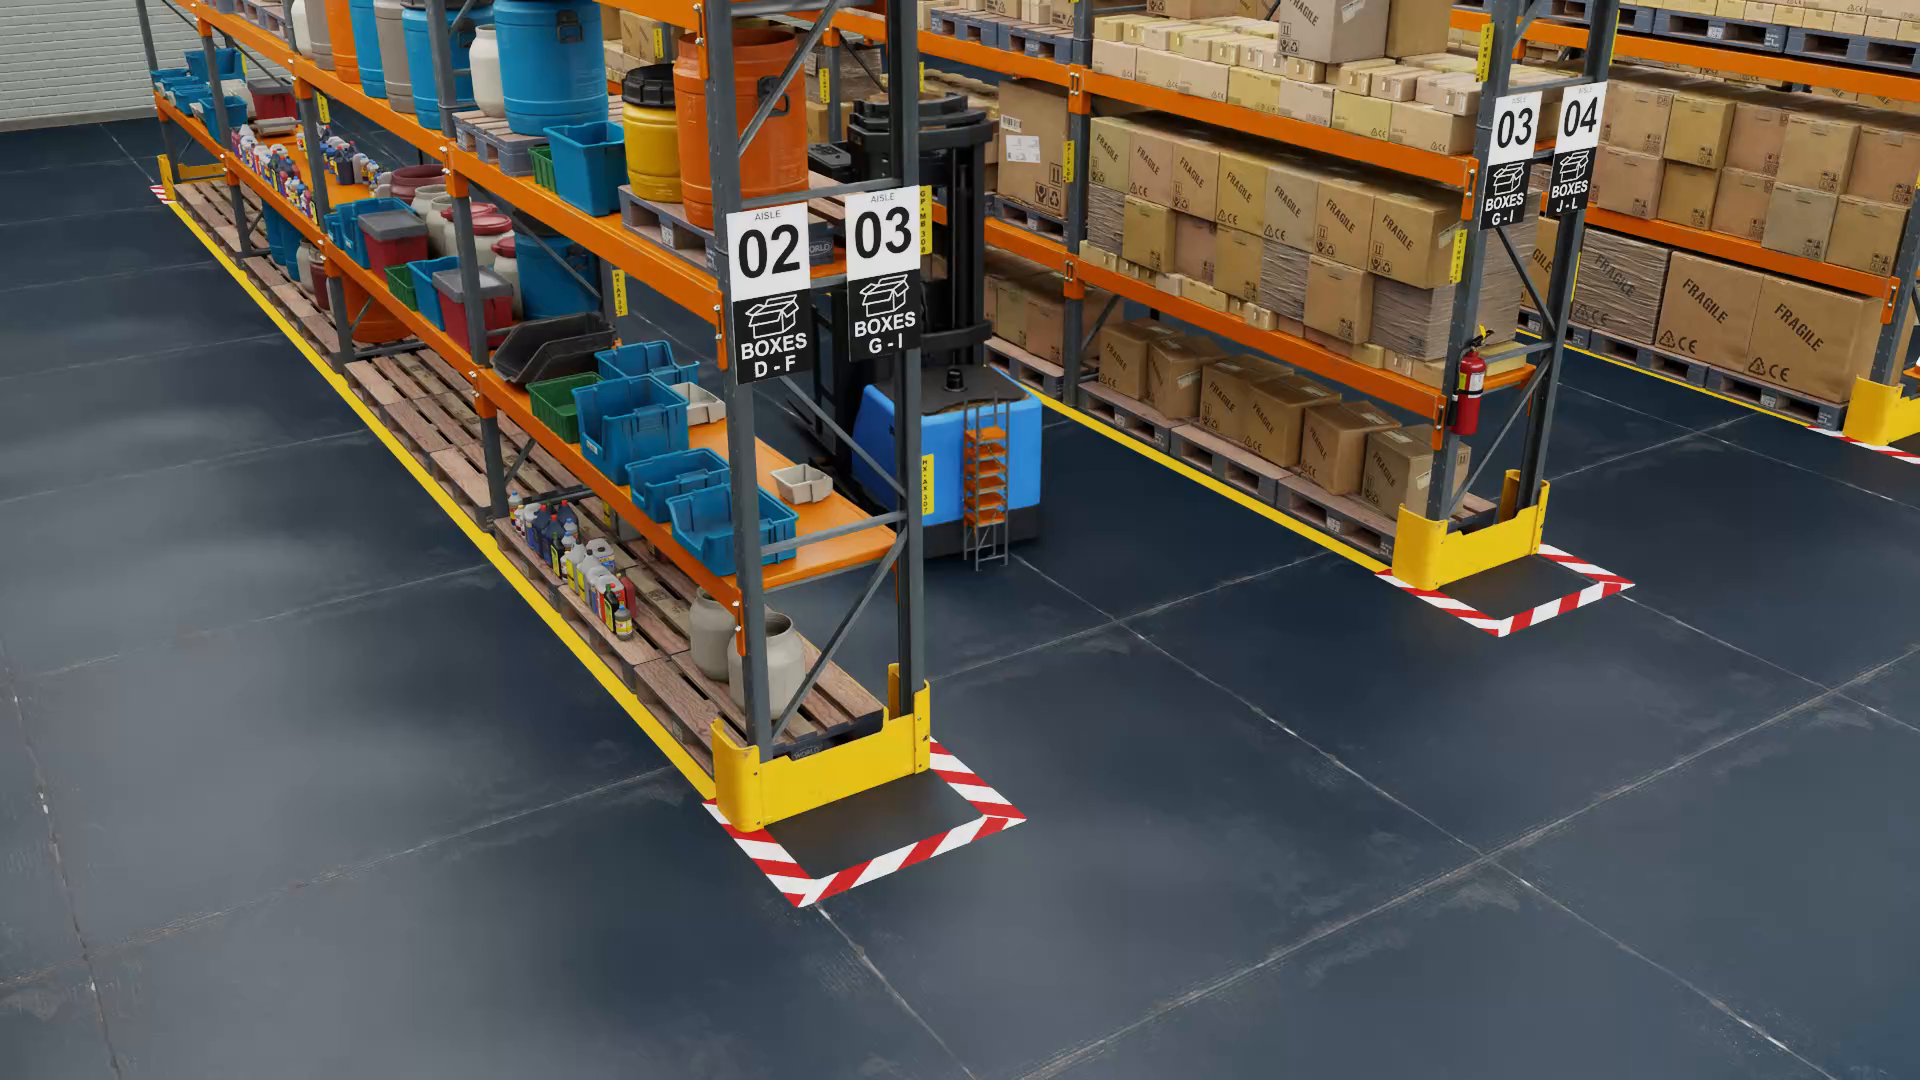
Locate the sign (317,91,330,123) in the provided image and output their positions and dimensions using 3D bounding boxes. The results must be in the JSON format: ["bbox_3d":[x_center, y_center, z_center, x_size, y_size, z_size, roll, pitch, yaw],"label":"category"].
[{"bbox_3d":[-6.729,-4.571,17.557,0.100,0.325,0.005,-16,29,-30],"label":"sign"}]

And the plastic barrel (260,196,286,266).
[{"bbox_3d":[-6.908,-3.361,17.284,0.600,0.901,0.708,-16,29,-30],"label":"plastic barrel"}]

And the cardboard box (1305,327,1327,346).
[{"bbox_3d":[2.640,-1.480,11.627,0.380,0.149,0.250,-16,29,-30],"label":"cardboard box"}]

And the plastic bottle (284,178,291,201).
[{"bbox_3d":[-6.132,-3.215,15.241,0.097,0.201,0.097,0,25,0],"label":"plastic bottle"}]

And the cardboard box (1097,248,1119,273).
[{"bbox_3d":[1.317,-2.258,13.276,0.380,0.149,0.250,-16,29,-30],"label":"cardboard box"}]

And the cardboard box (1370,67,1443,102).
[{"bbox_3d":[2.811,-2.869,10.470,0.380,0.149,0.250,-17,30,-32],"label":"cardboard box"}]

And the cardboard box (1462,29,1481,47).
[{"bbox_3d":[6.968,-6.623,21.819,0.500,0.250,0.500,-16,29,-30],"label":"cardboard box"}]

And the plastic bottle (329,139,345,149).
[{"bbox_3d":[-6.157,-3.837,16.472,0.152,0.276,0.135,-16,29,-30],"label":"plastic bottle"}]

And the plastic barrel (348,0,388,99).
[{"bbox_3d":[-3.998,-3.639,11.806,0.600,0.901,0.708,-16,29,-30],"label":"plastic barrel"}]

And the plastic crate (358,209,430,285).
[{"bbox_3d":[-4.382,-2.267,12.926,0.402,0.464,0.583,-16,29,-30],"label":"plastic crate"}]

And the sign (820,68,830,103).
[{"bbox_3d":[-1.321,-4.435,16.237,0.100,0.325,0.005,-16,29,-30],"label":"sign"}]

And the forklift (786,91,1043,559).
[{"bbox_3d":[-0.501,-1.790,12.071,1.130,2.935,3.031,-11,27,-22],"label":"forklift"}]

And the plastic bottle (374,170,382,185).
[{"bbox_3d":[-5.317,-3.259,15.252,0.097,0.271,0.097,0,25,0],"label":"plastic bottle"}]

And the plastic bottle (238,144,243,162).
[{"bbox_3d":[-7.197,-3.913,16.720,0.097,0.201,0.097,0,25,0],"label":"plastic bottle"}]

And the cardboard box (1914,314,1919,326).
[{"bbox_3d":[9.405,-2.198,16.195,0.380,0.149,0.250,-1,25,-3],"label":"cardboard box"}]

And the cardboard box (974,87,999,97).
[{"bbox_3d":[0.425,-6.401,23.909,0.380,0.149,0.250,-17,30,-32],"label":"cardboard box"}]

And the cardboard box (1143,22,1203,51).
[{"bbox_3d":[1.578,-3.710,12.253,0.380,0.149,0.250,-15,29,-29],"label":"cardboard box"}]

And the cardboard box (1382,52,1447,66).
[{"bbox_3d":[3.033,-3.180,11.131,0.380,0.149,0.250,-16,29,-30],"label":"cardboard box"}]

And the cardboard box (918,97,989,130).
[{"bbox_3d":[-0.141,-3.917,15.886,0.700,0.500,0.500,-11,27,-22],"label":"cardboard box"}]

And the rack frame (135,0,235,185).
[{"bbox_3d":[-9.375,-5.749,20.377,1.000,3.000,0.127,-16,29,-30],"label":"rack frame"}]

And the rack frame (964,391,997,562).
[{"bbox_3d":[0.136,-0.417,11.189,0.240,1.200,0.006,-11,27,-22],"label":"rack frame"}]

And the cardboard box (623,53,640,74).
[{"bbox_3d":[-3.787,-5.820,20.355,0.500,0.250,0.500,-15,29,-28],"label":"cardboard box"}]

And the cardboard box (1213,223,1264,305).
[{"bbox_3d":[2.359,-2.084,12.149,0.875,0.500,0.500,-16,29,-30],"label":"cardboard box"}]

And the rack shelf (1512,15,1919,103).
[{"bbox_3d":[6.629,-4.047,14.099,1.077,0.370,4.000,-16,29,-30],"label":"rack shelf"}]

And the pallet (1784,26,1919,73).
[{"bbox_3d":[7.307,-3.879,13.006,1.003,0.211,1.213,-16,29,-30],"label":"pallet"}]

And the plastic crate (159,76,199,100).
[{"bbox_3d":[-9.156,-5.300,19.551,0.416,0.233,0.300,-16,29,-30],"label":"plastic crate"}]

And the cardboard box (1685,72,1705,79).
[{"bbox_3d":[8.675,-5.389,19.417,0.380,0.149,0.250,-15,29,-29],"label":"cardboard box"}]

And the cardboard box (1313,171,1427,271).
[{"bbox_3d":[2.724,-2.129,11.071,0.500,0.500,0.500,-16,29,-30],"label":"cardboard box"}]

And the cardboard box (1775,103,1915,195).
[{"bbox_3d":[7.173,-3.173,13.480,0.875,0.550,0.550,-16,29,-30],"label":"cardboard box"}]

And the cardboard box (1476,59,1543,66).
[{"bbox_3d":[5.261,-4.404,16.240,0.700,0.500,0.500,-16,30,-30],"label":"cardboard box"}]

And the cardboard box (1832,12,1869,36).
[{"bbox_3d":[6.977,-4.000,12.843,0.380,0.149,0.250,-15,29,-29],"label":"cardboard box"}]

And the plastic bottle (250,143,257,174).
[{"bbox_3d":[-6.864,-3.717,16.209,0.061,0.283,0.133,-16,29,-30],"label":"plastic bottle"}]

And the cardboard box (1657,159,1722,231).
[{"bbox_3d":[6.637,-3.091,14.571,0.875,0.550,0.500,-16,29,-30],"label":"cardboard box"}]

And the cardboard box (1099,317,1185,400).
[{"bbox_3d":[1.511,-1.518,13.851,0.500,0.500,0.500,-17,30,-31],"label":"cardboard box"}]

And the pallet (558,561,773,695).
[{"bbox_3d":[-1.822,0.491,10.425,1.003,0.211,1.213,-16,29,-30],"label":"pallet"}]

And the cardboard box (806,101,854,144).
[{"bbox_3d":[-1.335,-4.206,16.990,0.500,0.500,0.500,-15,29,-28],"label":"cardboard box"}]

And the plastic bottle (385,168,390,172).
[{"bbox_3d":[-5.260,-3.289,15.302,0.061,0.283,0.133,-16,29,-30],"label":"plastic bottle"}]

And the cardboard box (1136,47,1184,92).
[{"bbox_3d":[1.650,-3.491,12.255,0.500,0.250,0.500,-16,30,-30],"label":"cardboard box"}]

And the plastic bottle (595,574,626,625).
[{"bbox_3d":[-2.125,0.355,10.121,0.152,0.276,0.135,-15,29,-29],"label":"plastic bottle"}]

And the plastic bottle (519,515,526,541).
[{"bbox_3d":[-2.906,-0.101,11.176,0.097,0.201,0.097,0,25,0],"label":"plastic bottle"}]

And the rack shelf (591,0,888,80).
[{"bbox_3d":[-1.732,-2.948,8.727,1.077,0.370,4.000,-16,29,-30],"label":"rack shelf"}]

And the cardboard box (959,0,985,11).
[{"bbox_3d":[0.218,-4.699,14.421,0.380,0.166,0.250,-16,30,-31],"label":"cardboard box"}]

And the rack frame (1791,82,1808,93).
[{"bbox_3d":[9.629,-4.920,18.622,1.000,3.000,0.127,-16,29,-30],"label":"rack frame"}]

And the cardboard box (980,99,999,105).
[{"bbox_3d":[0.443,-5.998,23.055,0.380,0.149,0.250,-16,30,-30],"label":"cardboard box"}]

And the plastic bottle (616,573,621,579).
[{"bbox_3d":[-2.106,0.304,10.318,0.097,0.201,0.097,0,25,0],"label":"plastic bottle"}]

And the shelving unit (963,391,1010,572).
[{"bbox_3d":[0.175,-0.381,11.114,0.258,1.200,0.189,-11,27,-22],"label":"shelving unit"}]

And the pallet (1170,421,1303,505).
[{"bbox_3d":[2.392,-0.681,12.908,1.003,0.211,1.213,-16,29,-30],"label":"pallet"}]

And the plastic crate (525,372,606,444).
[{"bbox_3d":[-2.319,-0.810,10.162,0.450,0.188,0.662,-16,29,-30],"label":"plastic crate"}]

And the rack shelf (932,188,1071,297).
[{"bbox_3d":[0.234,-3.001,15.399,1.077,0.370,4.000,-16,29,-30],"label":"rack shelf"}]

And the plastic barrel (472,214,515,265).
[{"bbox_3d":[-3.563,-2.174,12.645,0.433,0.535,0.433,0,25,0],"label":"plastic barrel"}]

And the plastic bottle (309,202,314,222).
[{"bbox_3d":[-5.634,-2.888,14.550,0.097,0.201,0.097,0,25,0],"label":"plastic bottle"}]

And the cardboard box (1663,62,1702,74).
[{"bbox_3d":[8.636,-5.765,19.453,0.500,0.500,0.500,-14,29,-28],"label":"cardboard box"}]

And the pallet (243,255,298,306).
[{"bbox_3d":[-6.805,-2.771,17.336,1.003,0.211,1.213,-16,29,-30],"label":"pallet"}]
